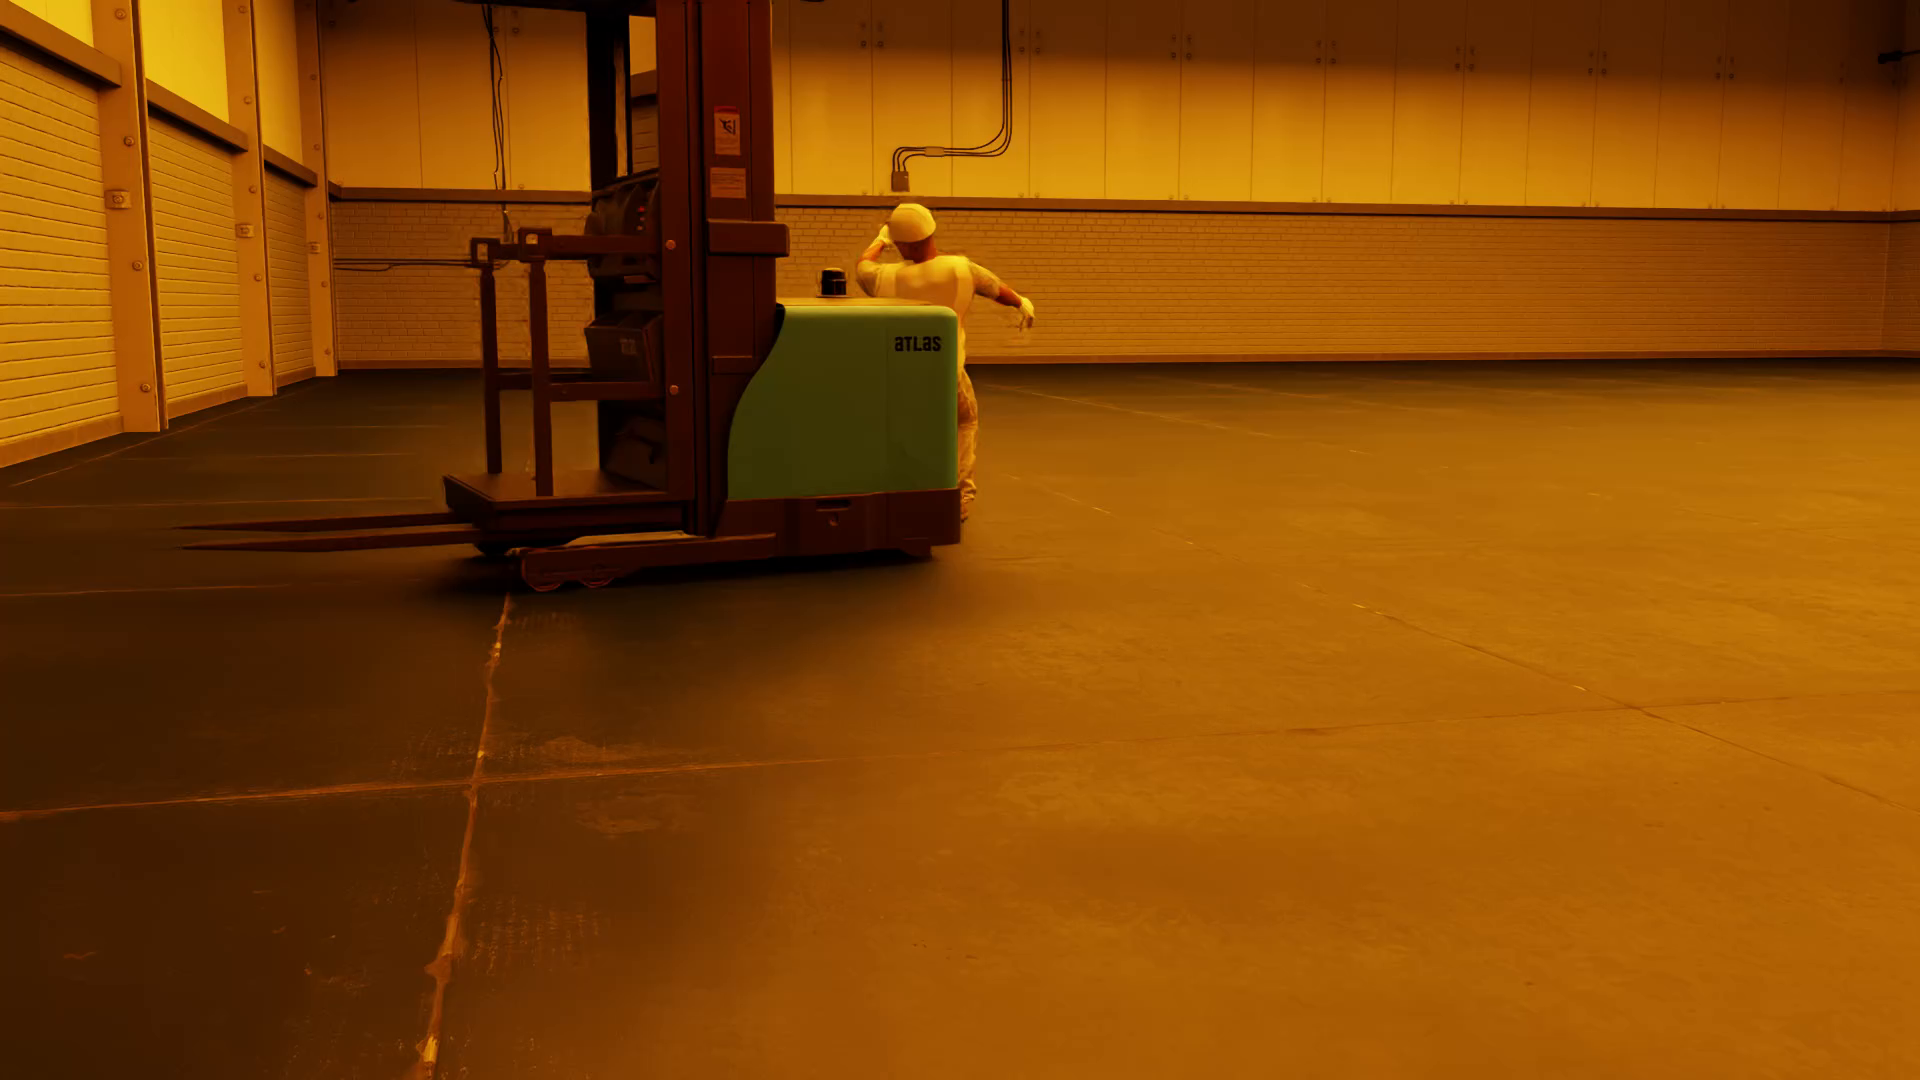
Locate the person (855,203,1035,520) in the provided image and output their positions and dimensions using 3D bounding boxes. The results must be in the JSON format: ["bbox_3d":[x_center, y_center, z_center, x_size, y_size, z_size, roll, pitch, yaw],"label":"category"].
[{"bbox_3d":[-0.068,-0.870,8.278,1.079,1.538,0.782,-4,9,-27],"label":"person"}]

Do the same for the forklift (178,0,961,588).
[{"bbox_3d":[-1.551,-1.338,6.692,3.031,2.935,1.130,-4,9,-26],"label":"forklift"}]
